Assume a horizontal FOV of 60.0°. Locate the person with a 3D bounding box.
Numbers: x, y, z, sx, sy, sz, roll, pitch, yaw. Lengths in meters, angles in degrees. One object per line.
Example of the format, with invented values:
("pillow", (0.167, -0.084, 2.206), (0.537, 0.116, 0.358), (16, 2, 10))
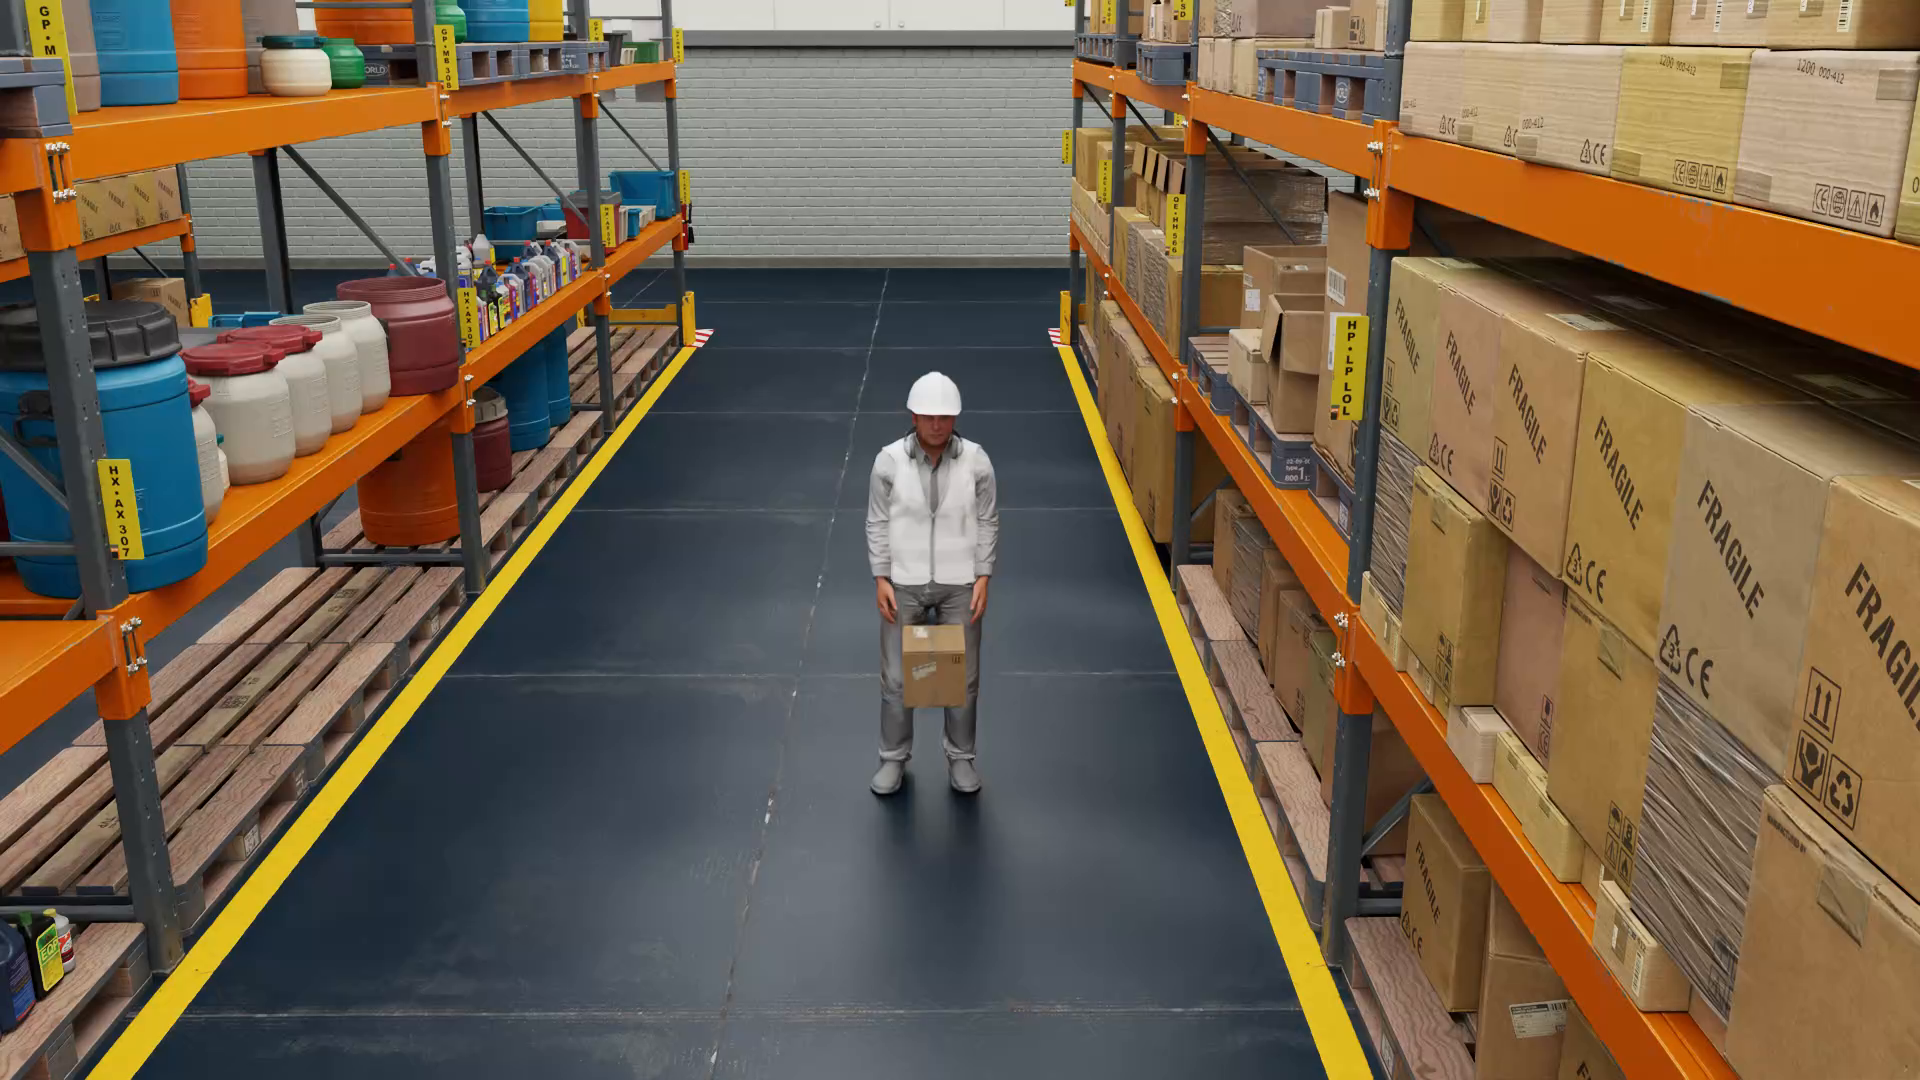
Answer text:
("person", (-0.113, 0.172, 6.927), (0.555, 1.777, 0.423), (-1, 17, -2))
